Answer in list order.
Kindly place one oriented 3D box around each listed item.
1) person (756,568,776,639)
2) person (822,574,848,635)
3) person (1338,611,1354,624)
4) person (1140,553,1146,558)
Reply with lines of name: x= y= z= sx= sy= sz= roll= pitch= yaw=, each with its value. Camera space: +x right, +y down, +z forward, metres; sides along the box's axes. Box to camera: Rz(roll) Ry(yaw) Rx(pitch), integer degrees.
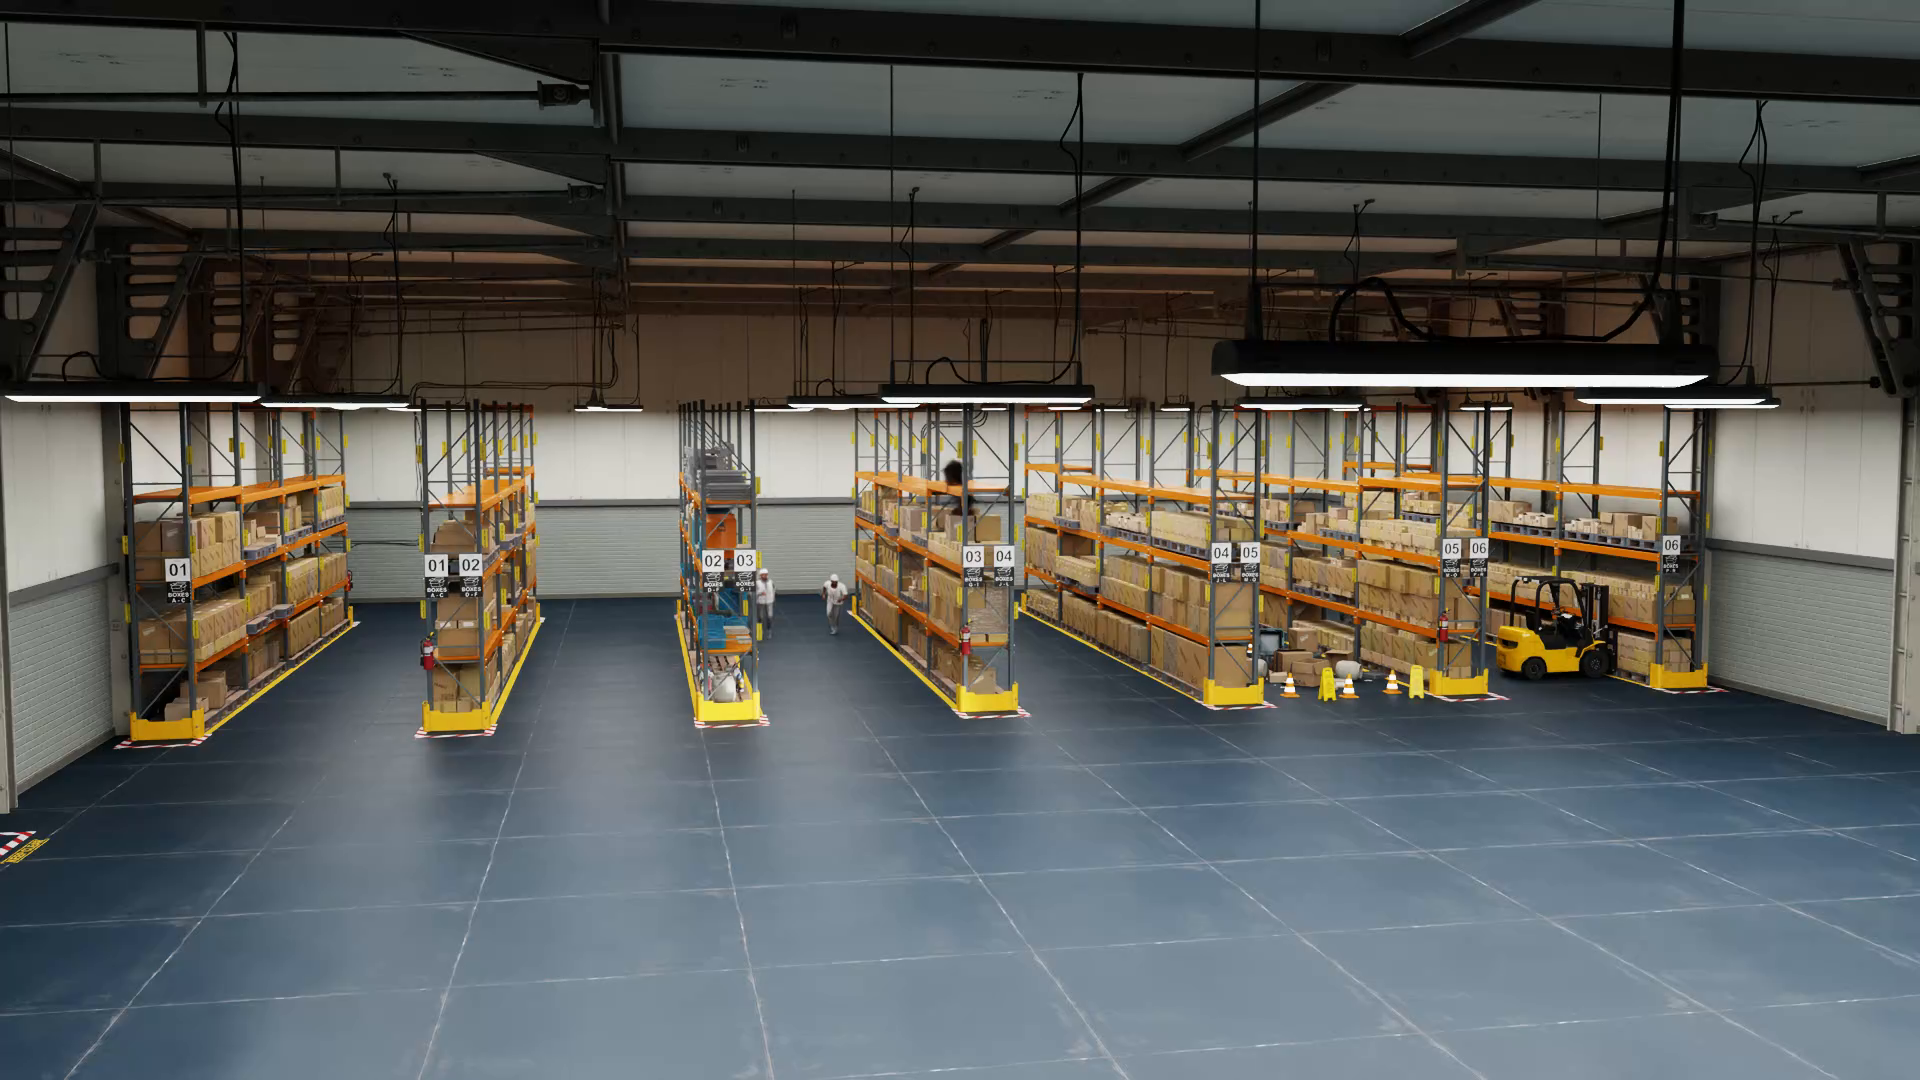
person: x=-4.998 y=1.632 z=42.571 sx=0.617 sy=1.825 sz=0.833 roll=-1 pitch=4 yaw=-15
person: x=-3.249 y=1.639 z=43.315 sx=0.728 sy=1.590 sz=1.076 roll=0 pitch=4 yaw=3
person: x=10.566 y=1.445 z=45.226 sx=0.680 sy=1.763 sz=0.881 roll=-2 pitch=5 yaw=-25
person: x=5.377 y=1.253 z=47.711 sx=0.746 sy=1.742 sz=0.670 roll=3 pitch=5 yaw=37
